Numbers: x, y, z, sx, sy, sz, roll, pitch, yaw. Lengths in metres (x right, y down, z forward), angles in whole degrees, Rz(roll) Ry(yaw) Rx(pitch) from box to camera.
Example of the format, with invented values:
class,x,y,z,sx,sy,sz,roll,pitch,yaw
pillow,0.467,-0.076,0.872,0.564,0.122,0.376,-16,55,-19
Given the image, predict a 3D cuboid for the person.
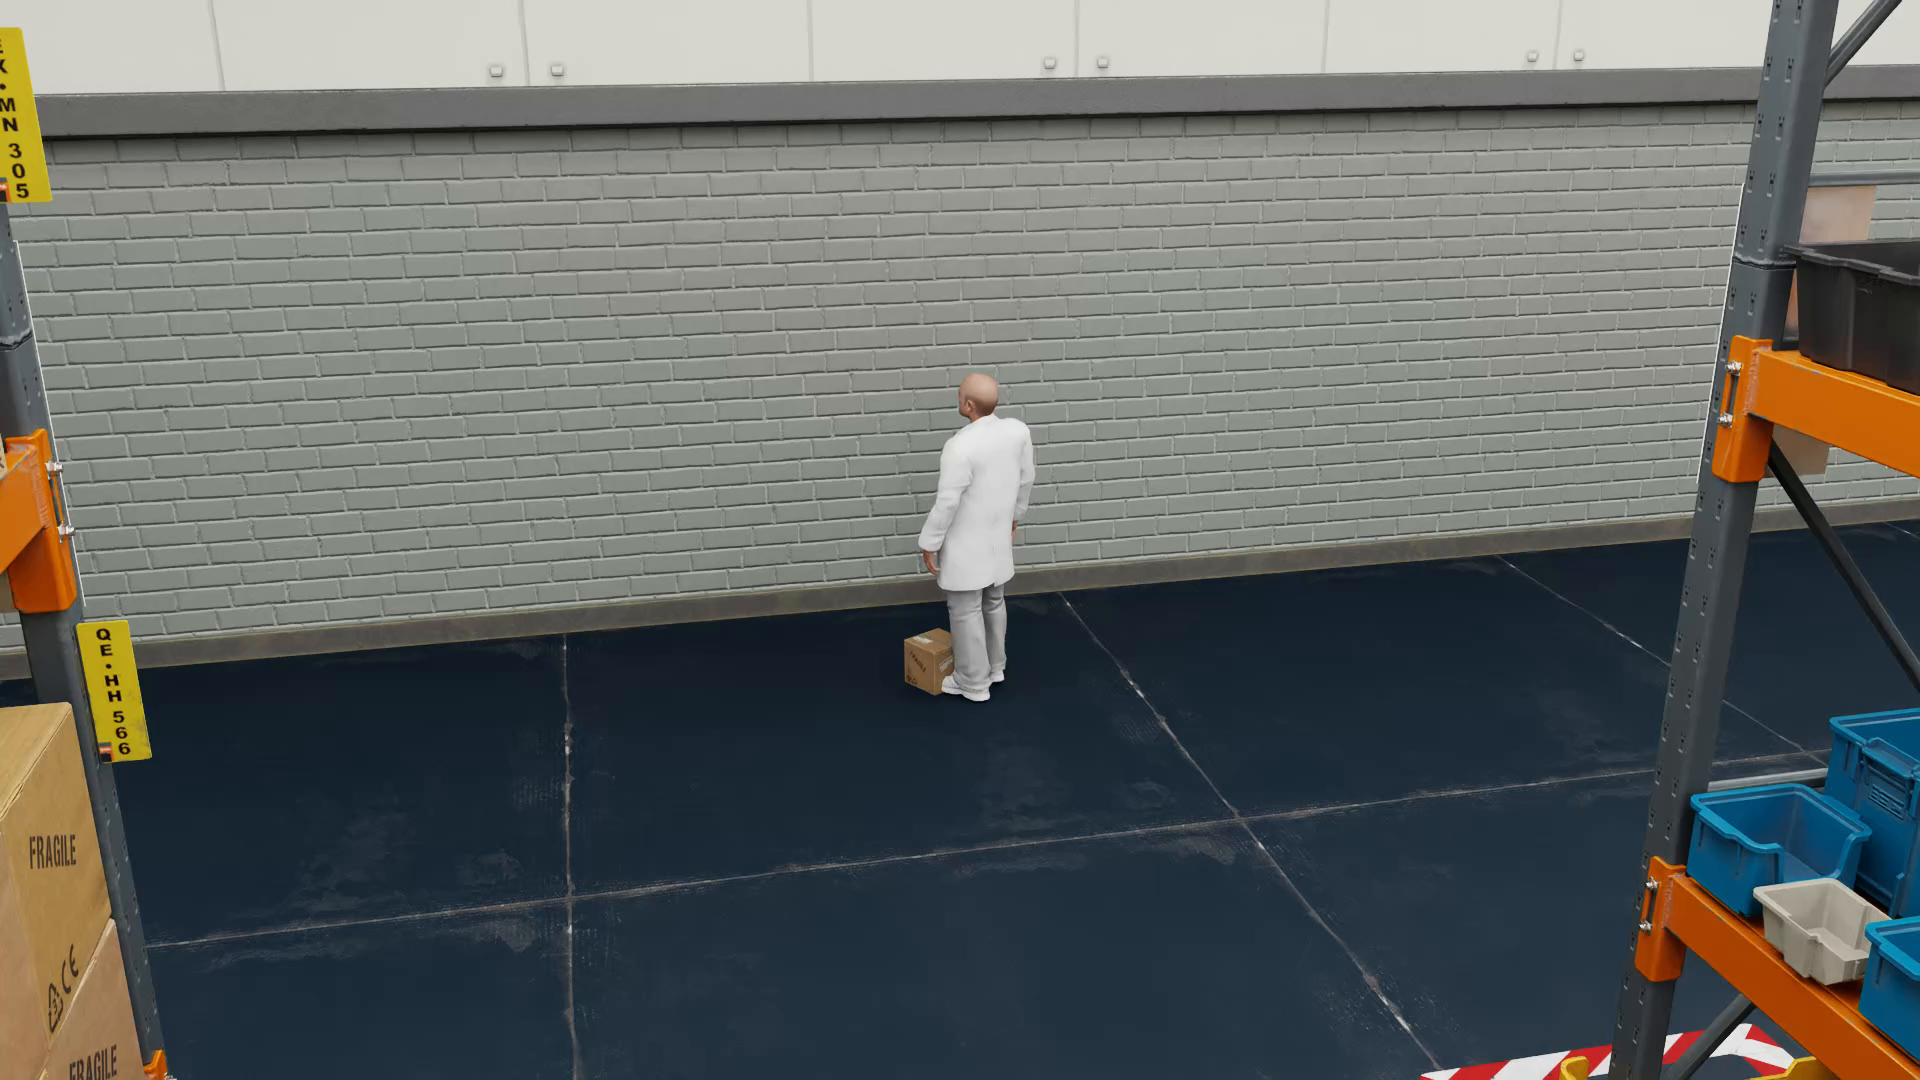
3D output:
class,x,y,z,sx,sy,sz,roll,pitch,yaw
person,0.018,-0.031,8.651,0.698,1.779,0.578,-16,25,-39
